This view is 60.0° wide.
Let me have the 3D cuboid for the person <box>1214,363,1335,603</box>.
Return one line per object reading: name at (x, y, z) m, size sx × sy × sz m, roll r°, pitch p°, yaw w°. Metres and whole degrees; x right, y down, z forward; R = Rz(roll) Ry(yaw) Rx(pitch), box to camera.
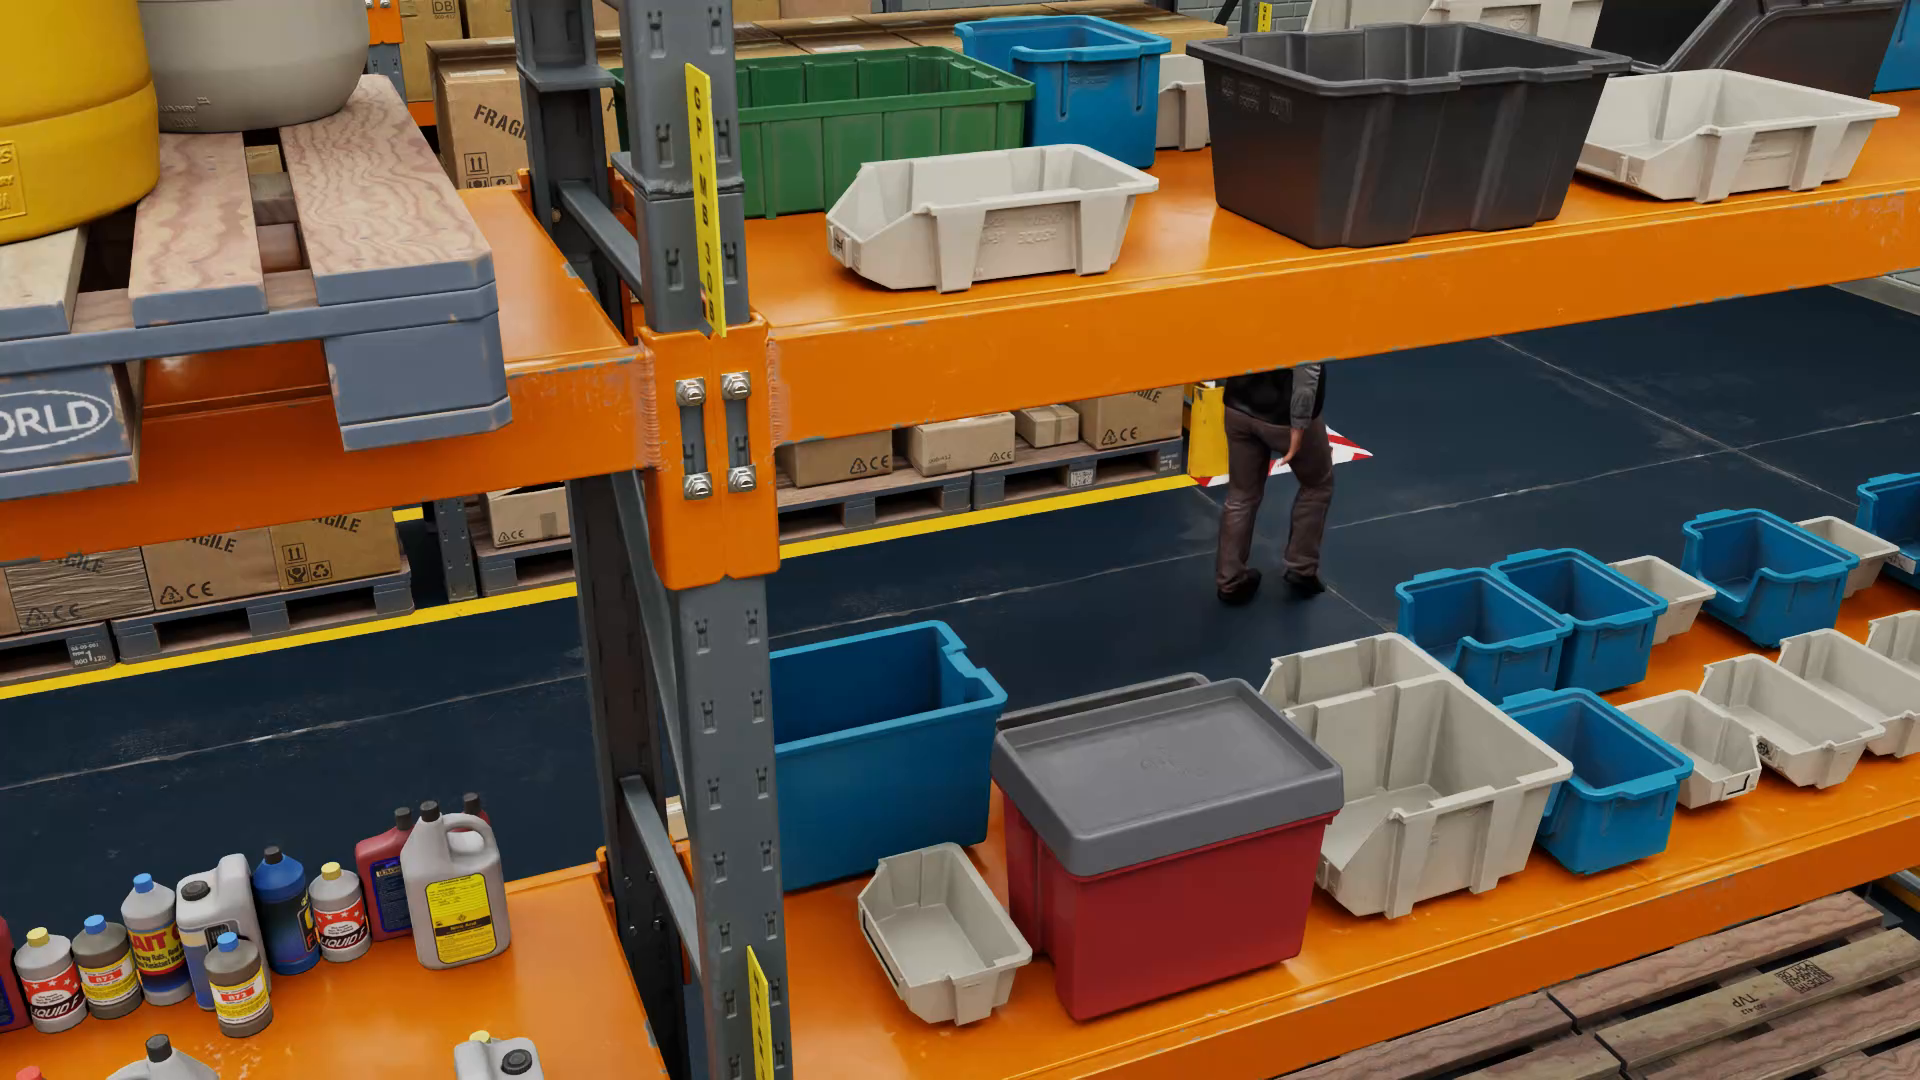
person at (1.377, -0.522, 7.257) m, size 0.542 × 1.786 × 0.554 m, roll 23°, pitch 34°, yaw 39°
